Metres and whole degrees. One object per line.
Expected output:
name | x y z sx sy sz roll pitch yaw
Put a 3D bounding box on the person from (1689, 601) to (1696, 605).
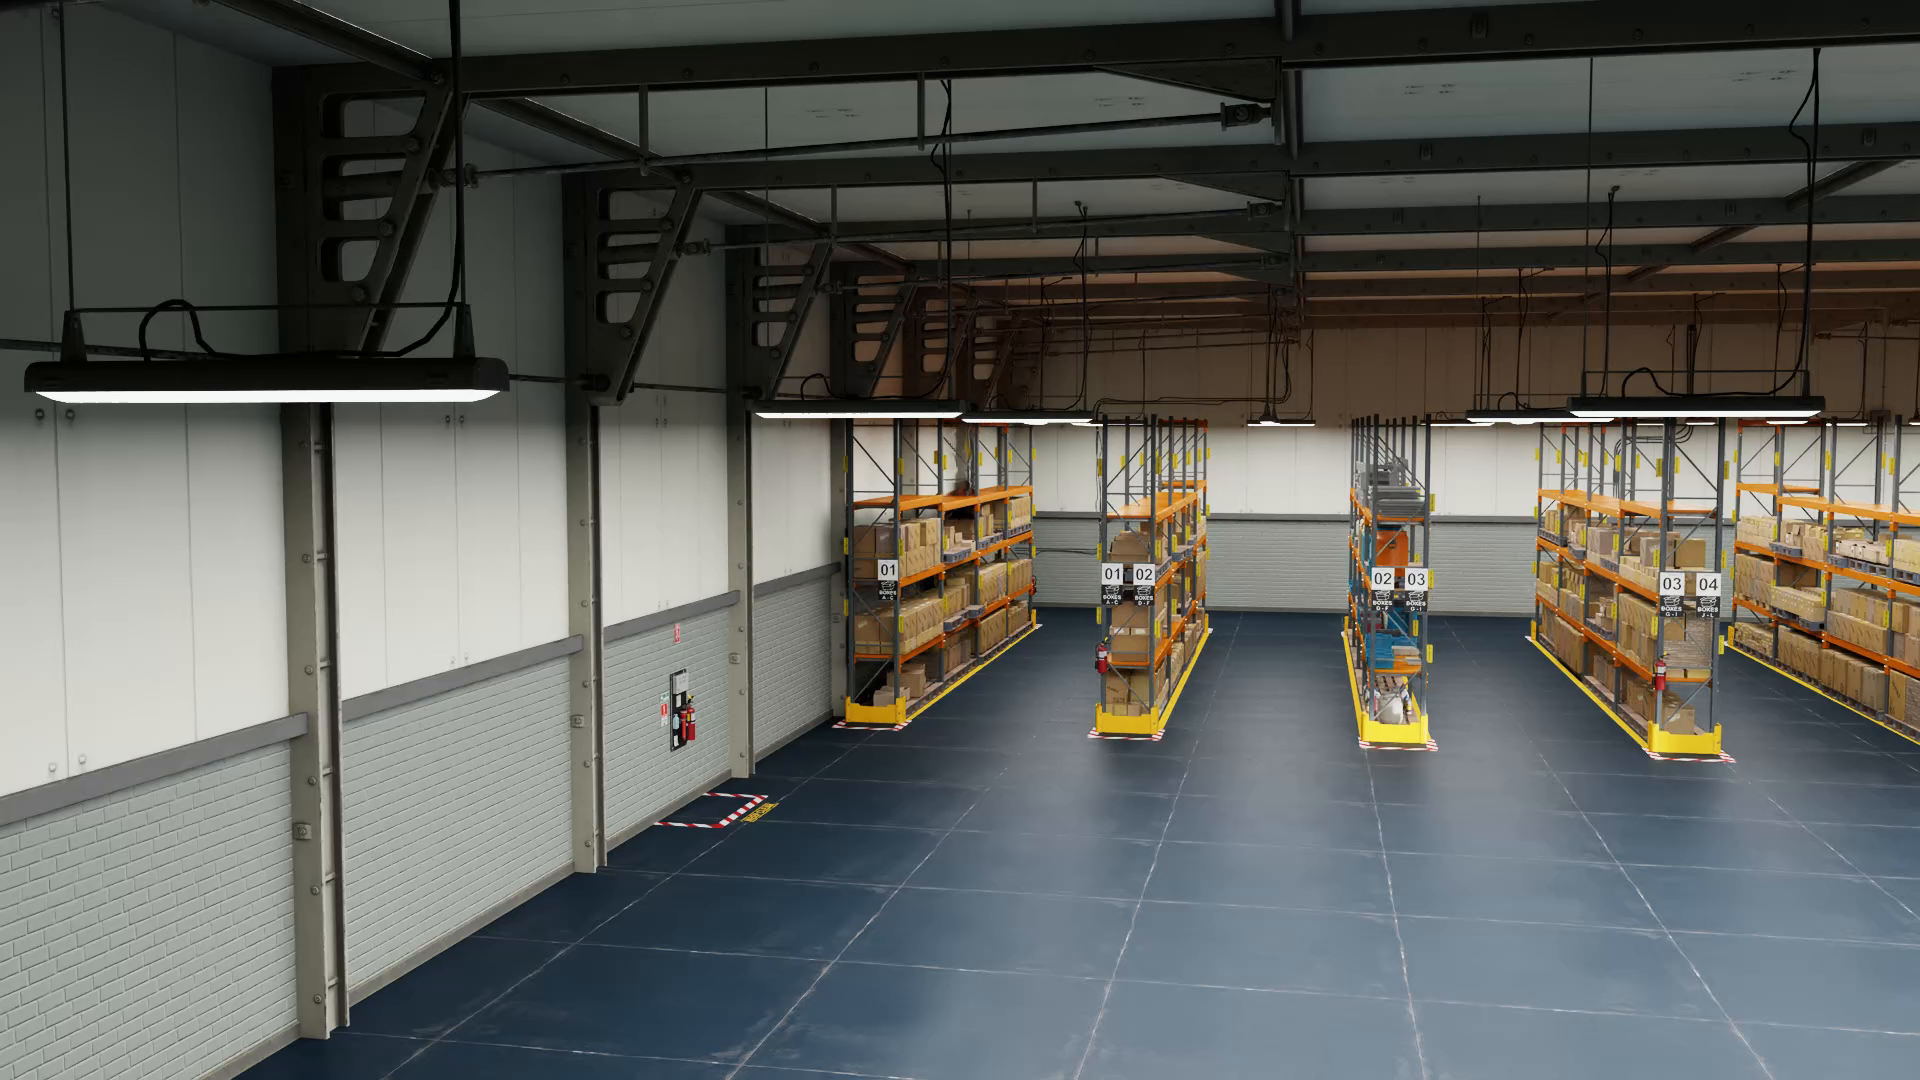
person | 18.069 2.101 41.344 0.661 1.833 0.833 1 4 11
